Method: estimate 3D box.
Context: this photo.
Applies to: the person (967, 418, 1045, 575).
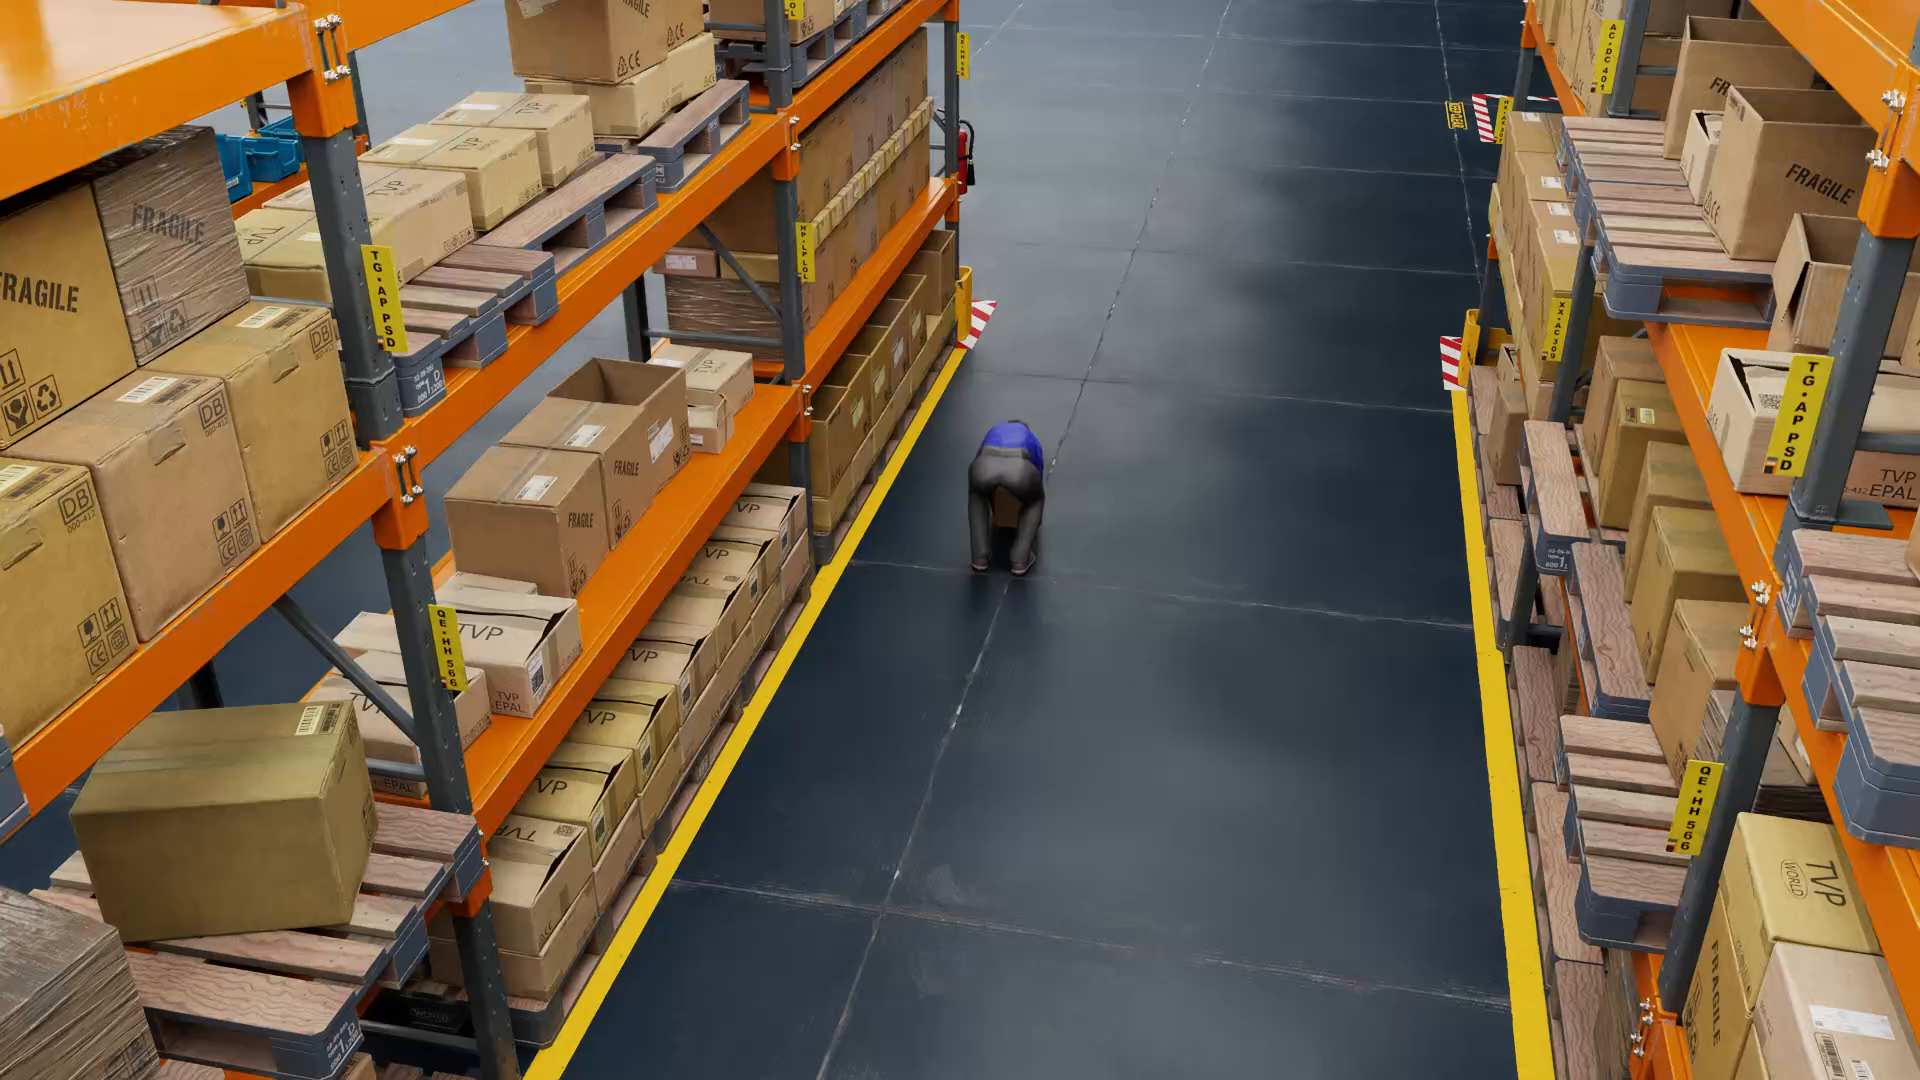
[{"bbox_3d":[0.284,-0.311,10.001,0.465,0.863,0.866,5,29,8],"label":"person"}]
